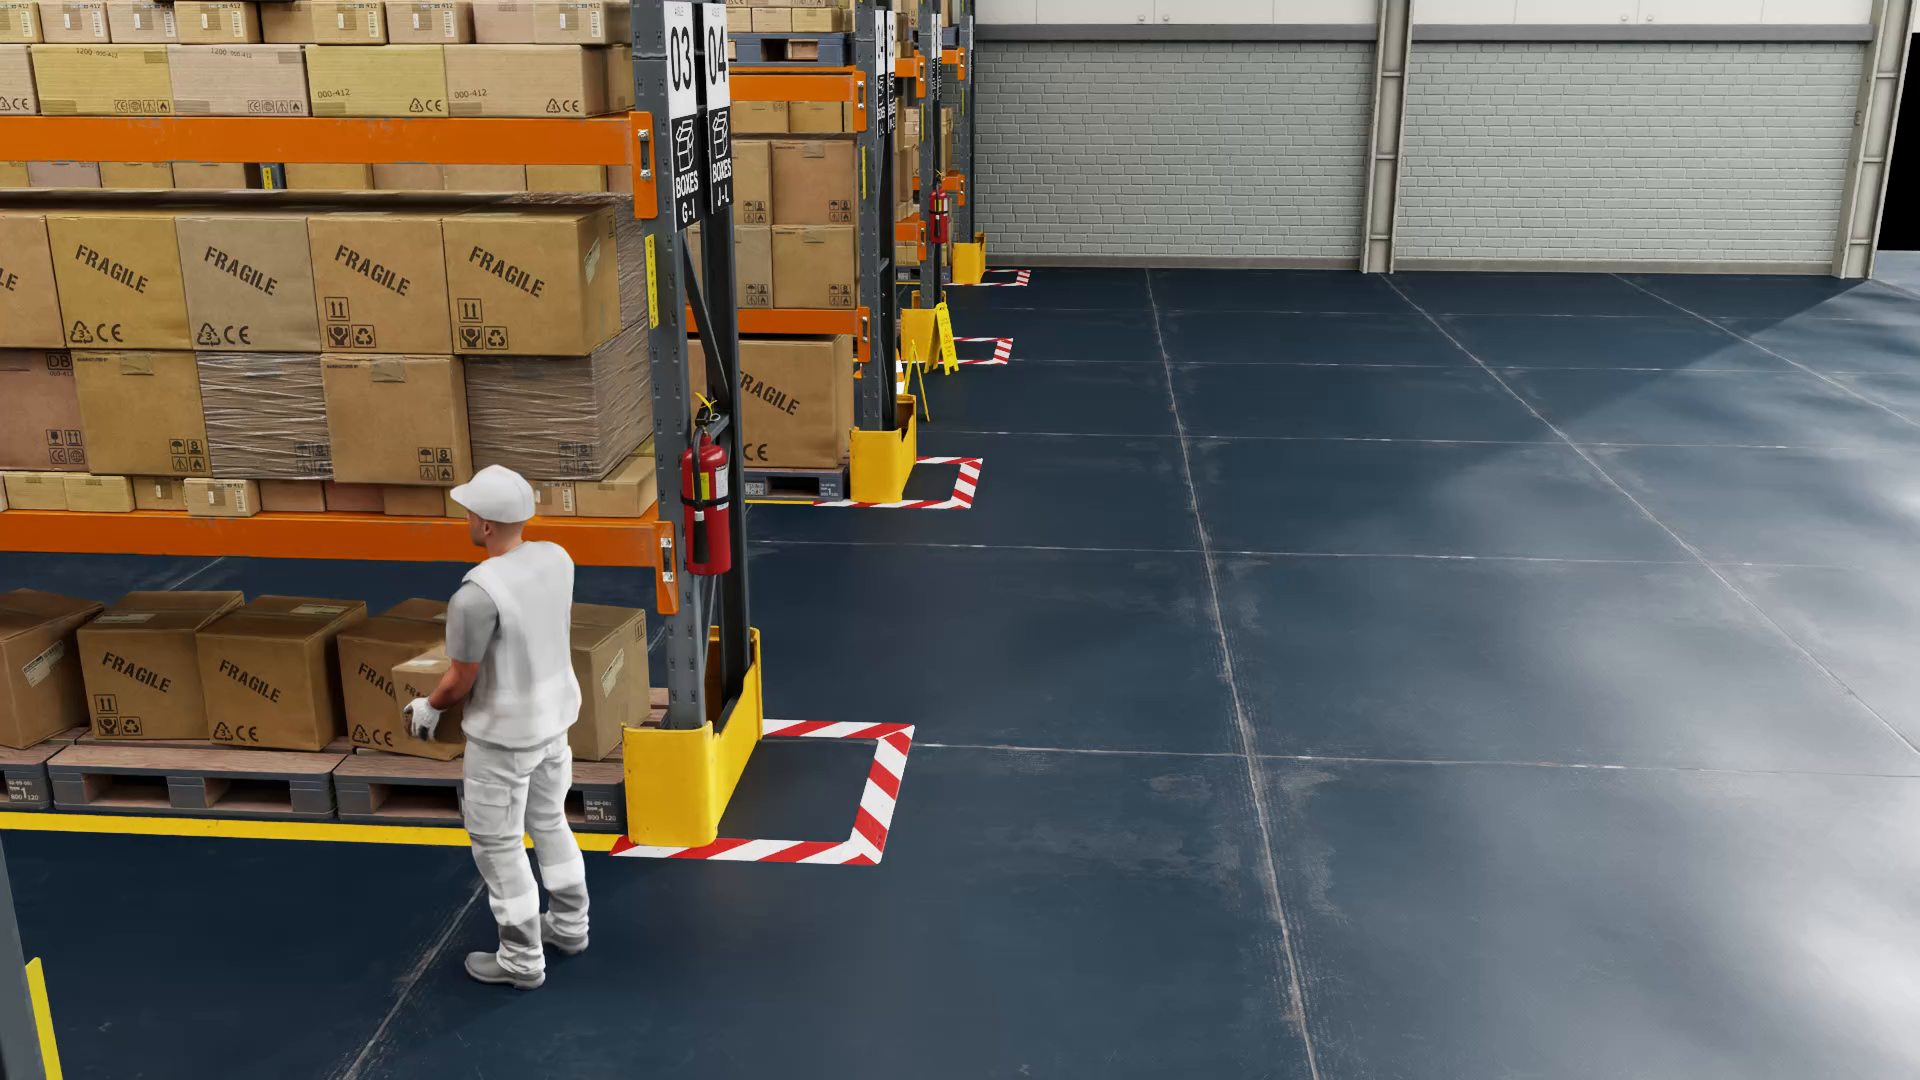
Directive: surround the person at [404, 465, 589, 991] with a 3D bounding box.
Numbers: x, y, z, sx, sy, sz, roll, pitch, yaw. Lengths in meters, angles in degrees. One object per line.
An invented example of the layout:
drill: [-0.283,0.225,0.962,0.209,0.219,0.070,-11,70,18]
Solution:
person: [-1.540,0.612,5.538,0.520,1.794,0.526,8,19,24]
